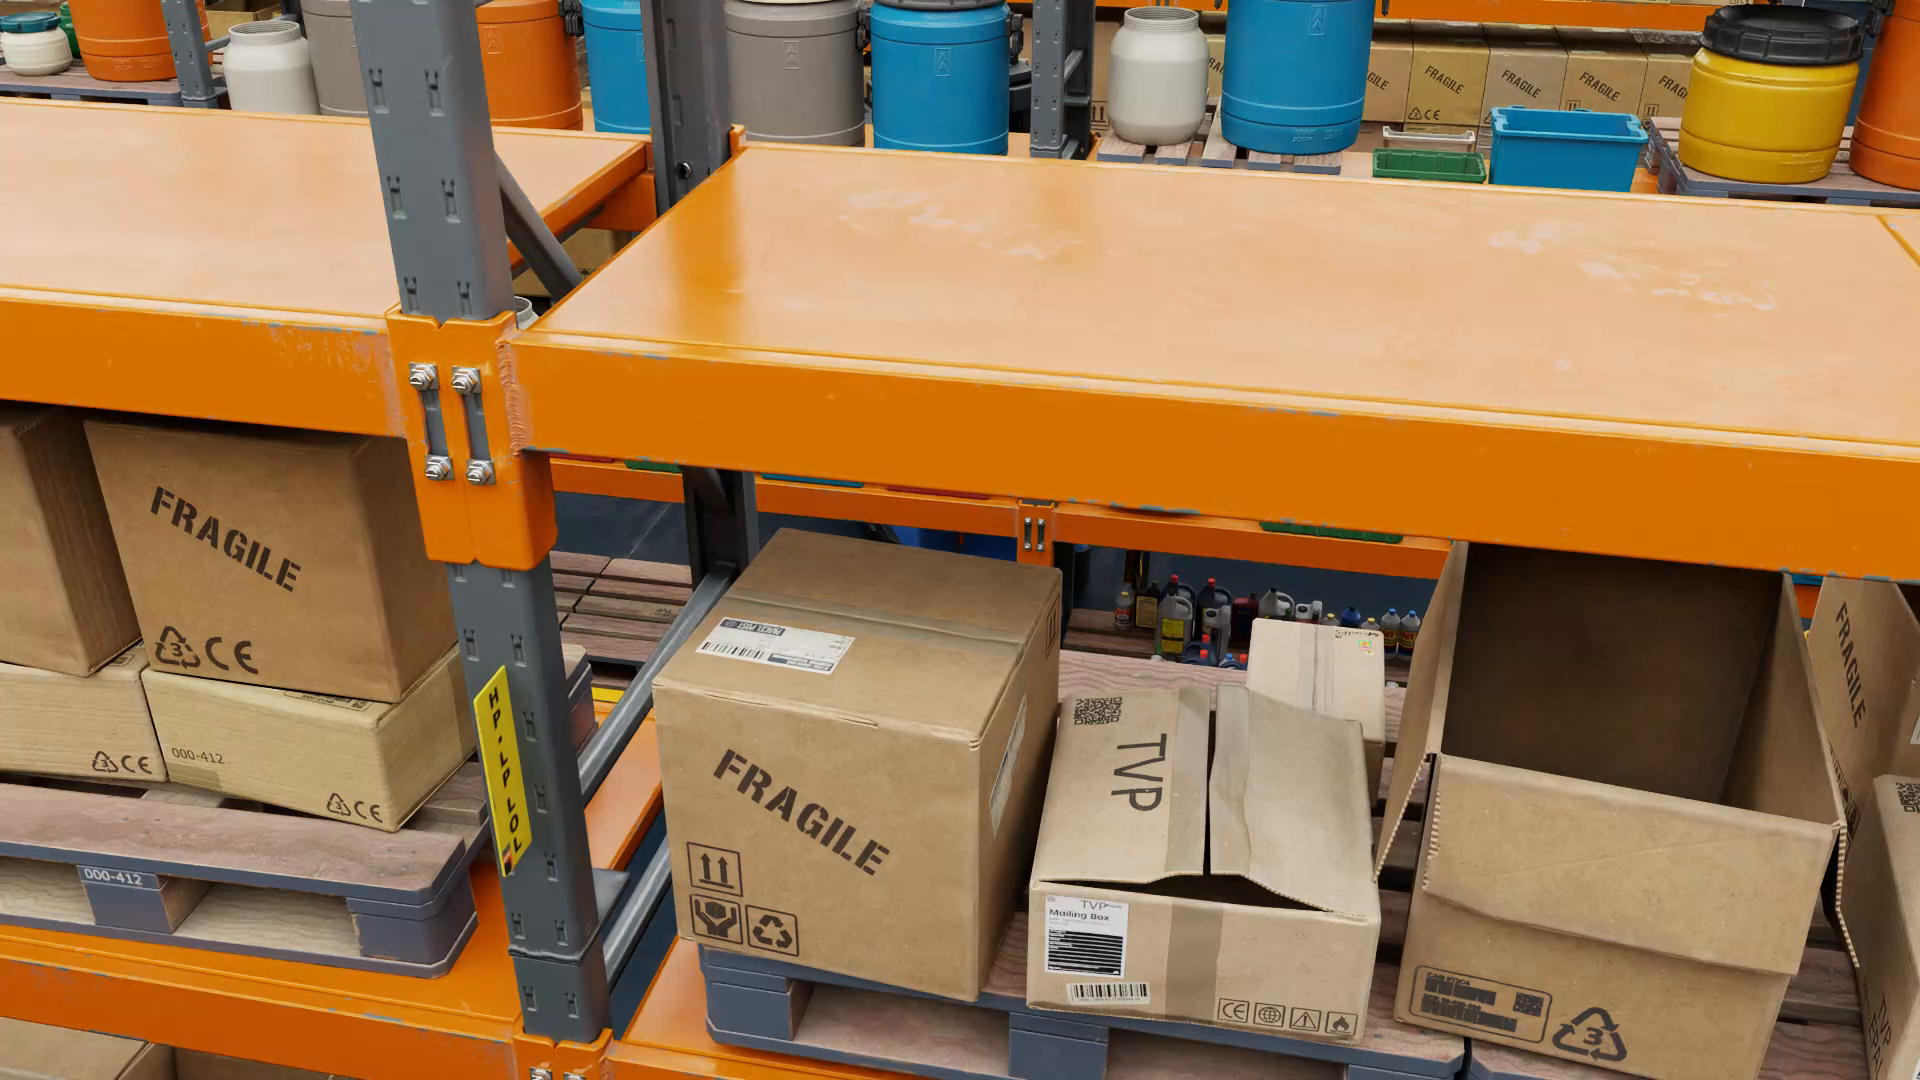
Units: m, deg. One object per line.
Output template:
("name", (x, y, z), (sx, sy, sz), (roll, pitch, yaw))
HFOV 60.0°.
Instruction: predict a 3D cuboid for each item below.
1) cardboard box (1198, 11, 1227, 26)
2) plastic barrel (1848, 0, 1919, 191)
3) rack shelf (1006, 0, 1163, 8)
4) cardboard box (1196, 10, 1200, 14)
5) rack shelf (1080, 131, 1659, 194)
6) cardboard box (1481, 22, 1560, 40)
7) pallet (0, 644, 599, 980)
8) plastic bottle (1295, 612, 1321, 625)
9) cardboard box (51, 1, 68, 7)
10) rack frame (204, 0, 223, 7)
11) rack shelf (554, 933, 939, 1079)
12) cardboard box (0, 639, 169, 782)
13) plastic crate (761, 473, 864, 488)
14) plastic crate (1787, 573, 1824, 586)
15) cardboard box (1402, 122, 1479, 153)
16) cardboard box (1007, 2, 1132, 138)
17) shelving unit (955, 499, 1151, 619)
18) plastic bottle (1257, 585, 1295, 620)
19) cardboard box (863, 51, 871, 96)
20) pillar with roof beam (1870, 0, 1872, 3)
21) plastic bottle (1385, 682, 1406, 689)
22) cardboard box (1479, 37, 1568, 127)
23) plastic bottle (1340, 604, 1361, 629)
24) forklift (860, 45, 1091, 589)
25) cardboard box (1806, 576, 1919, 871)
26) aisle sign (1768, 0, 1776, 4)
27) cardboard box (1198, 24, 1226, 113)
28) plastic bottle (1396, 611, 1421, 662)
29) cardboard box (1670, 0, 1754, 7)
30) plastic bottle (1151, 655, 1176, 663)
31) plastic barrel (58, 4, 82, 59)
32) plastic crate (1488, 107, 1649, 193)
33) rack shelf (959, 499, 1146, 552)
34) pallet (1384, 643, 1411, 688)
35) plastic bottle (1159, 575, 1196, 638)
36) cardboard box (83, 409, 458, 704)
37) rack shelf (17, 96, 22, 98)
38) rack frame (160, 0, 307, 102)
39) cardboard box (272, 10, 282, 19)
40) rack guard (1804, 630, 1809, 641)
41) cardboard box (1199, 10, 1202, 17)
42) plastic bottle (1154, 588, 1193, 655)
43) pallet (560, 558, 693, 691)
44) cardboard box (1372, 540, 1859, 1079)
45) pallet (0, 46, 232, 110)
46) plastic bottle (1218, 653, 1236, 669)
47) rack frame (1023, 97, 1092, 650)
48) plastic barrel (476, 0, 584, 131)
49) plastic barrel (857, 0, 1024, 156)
("cardboard box", (1.990, -3.575, 12.201), (0.500, 0.500, 0.500), (6, 29, 11))
("plastic barrel", (3.868, -1.828, 6.458), (0.708, 0.830, 0.600), (6, 29, 11))
("rack shelf", (-0.463, -4.079, 12.202), (4.000, 0.370, 1.077), (6, 29, 11))
("cardboard box", (2.169, -5.420, 16.923), (0.500, 0.500, 0.500), (6, 29, 11))
("rack shelf", (2.414, -1.352, 7.221), (4.000, 0.370, 1.077), (6, 29, 11))
("cardboard box", (3.947, -3.376, 11.838), (0.500, 0.500, 0.500), (6, 29, 11))
("pallet", (-1.445, 0.460, 3.362), (1.217, 0.209, 0.805), (5, 29, 9))
("plastic bottle", (1.788, 0.496, 8.592), (0.133, 0.283, 0.061), (6, 29, 11))
("cardboard box", (-7.226, -4.295, 14.037), (0.500, 0.500, 0.500), (6, 29, 11))
("rack frame", (-6.331, -3.680, 13.849), (0.127, 3.000, 1.000), (6, 29, 11))
("rack shelf", (1.376, 0.974, 2.972), (4.000, 0.370, 1.077), (6, 29, 11))
("cardboard box", (-1.718, 0.220, 3.320), (0.500, 0.250, 0.500), (3, 29, 6))
("plastic crate", (-0.686, -0.509, 8.074), (0.575, 0.384, 0.392), (6, 29, 11))
("plastic crate", (3.818, 0.005, 7.273), (0.616, 0.251, 0.499), (6, 29, 11))
("cardboard box", (3.392, -2.839, 11.898), (0.500, 0.500, 0.875), (6, 29, 11))
("cardboard box", (0.745, -3.471, 12.404), (1.000, 1.000, 1.000), (6, 29, 11))
("shelving unit", (0.503, -0.314, 8.998), (1.083, 1.500, 0.587), (2, 27, 0))
("plastic bottle", (1.652, 0.398, 8.700), (0.185, 0.351, 0.144), (6, 29, 10))
("cardboard box", (-0.708, -4.692, 17.603), (0.750, 0.750, 1.050), (5, 29, 10))
("pillar with roof beam", (12.983, -9.963, 19.078), (0.400, 9.000, 9.100), (6, 29, 11))
("plastic bottle", (2.106, 0.821, 8.006), (0.135, 0.276, 0.152), (5, 29, 9))
("cardboard box", (3.836, -3.128, 11.384), (0.500, 0.500, 0.500), (6, 29, 11))
("plastic bottle", (2.031, 0.460, 8.669), (0.097, 0.271, 0.097), (0, 29, 0))
("forklift", (-0.198, -1.569, 10.064), (1.130, 2.935, 3.031), (-9, 30, -16))
("cardboard box", (1.765, 0.275, 2.813), (0.500, 0.500, 0.500), (6, 29, 11))
("aisle sign", (5.528, -3.752, 11.272), (0.004, 0.787, 0.394), (6, 29, 11))
("cardboard box", (1.879, -3.326, 11.747), (0.500, 0.500, 0.500), (6, 29, 11))
("plastic bottle", (2.327, 0.490, 8.614), (0.097, 0.271, 0.097), (0, 29, 0))
("cardboard box", (4.880, -3.656, 10.837), (0.500, 0.250, 0.500), (7, 29, 12))
("plastic bottle", (1.000, 0.707, 8.213), (0.135, 0.276, 0.152), (7, 29, 12))
("plastic barrel", (-4.442, -2.599, 8.475), (0.294, 0.245, 0.294), (0, 29, 0))
("plastic crate", (2.442, -1.509, 6.776), (0.575, 0.384, 0.392), (6, 29, 11))
("rack shelf", (0.506, -0.153, 9.078), (1.000, 0.185, 0.538), (2, 27, 0))
("pallet", (2.303, 0.879, 8.424), (1.213, 0.211, 1.003), (6, 29, 11))
("plastic bottle", (1.148, 0.346, 8.794), (0.185, 0.351, 0.144), (5, 29, 9))
("cardboard box", (-1.175, -0.070, 3.068), (0.500, 0.500, 0.500), (6, 29, 11))
("rack shelf", (-5.410, -2.154, 8.686), (4.000, 0.370, 1.077), (6, 29, 11))
("rack frame", (-3.454, -3.585, 7.427), (0.127, 3.000, 1.000), (6, 29, 11))
("cardboard box", (-5.036, -4.030, 13.338), (0.637, 0.503, 0.797), (6, 29, 11))
("rack guard", (4.286, 0.960, 7.976), (0.348, 0.500, 1.175), (6, 29, 11))
("cardboard box", (3.049, -6.615, 21.508), (0.625, 0.372, 0.950), (6, 29, 11))
("plastic bottle", (1.118, 0.414, 8.671), (0.185, 0.351, 0.144), (6, 29, 11))
("pallet", (-1.515, 0.489, 9.136), (1.213, 0.211, 1.003), (6, 29, 11))
("cardboard box", (1.004, 0.392, 2.597), (0.637, 0.503, 0.797), (9, 30, 16))
("pallet", (-4.181, -2.309, 8.416), (1.213, 0.211, 1.003), (6, 29, 11))
("plastic bottle", (1.328, 0.685, 8.257), (0.097, 0.271, 0.097), (0, 29, 0))
("rack frame", (0.458, -0.552, 8.135), (0.127, 3.000, 1.000), (6, 29, 11))
("plastic barrel", (-2.056, -2.207, 7.587), (0.708, 0.830, 0.600), (6, 29, 11))
("plastic barrel", (-0.084, -2.037, 7.201), (0.708, 0.901, 0.600), (6, 29, 11))
